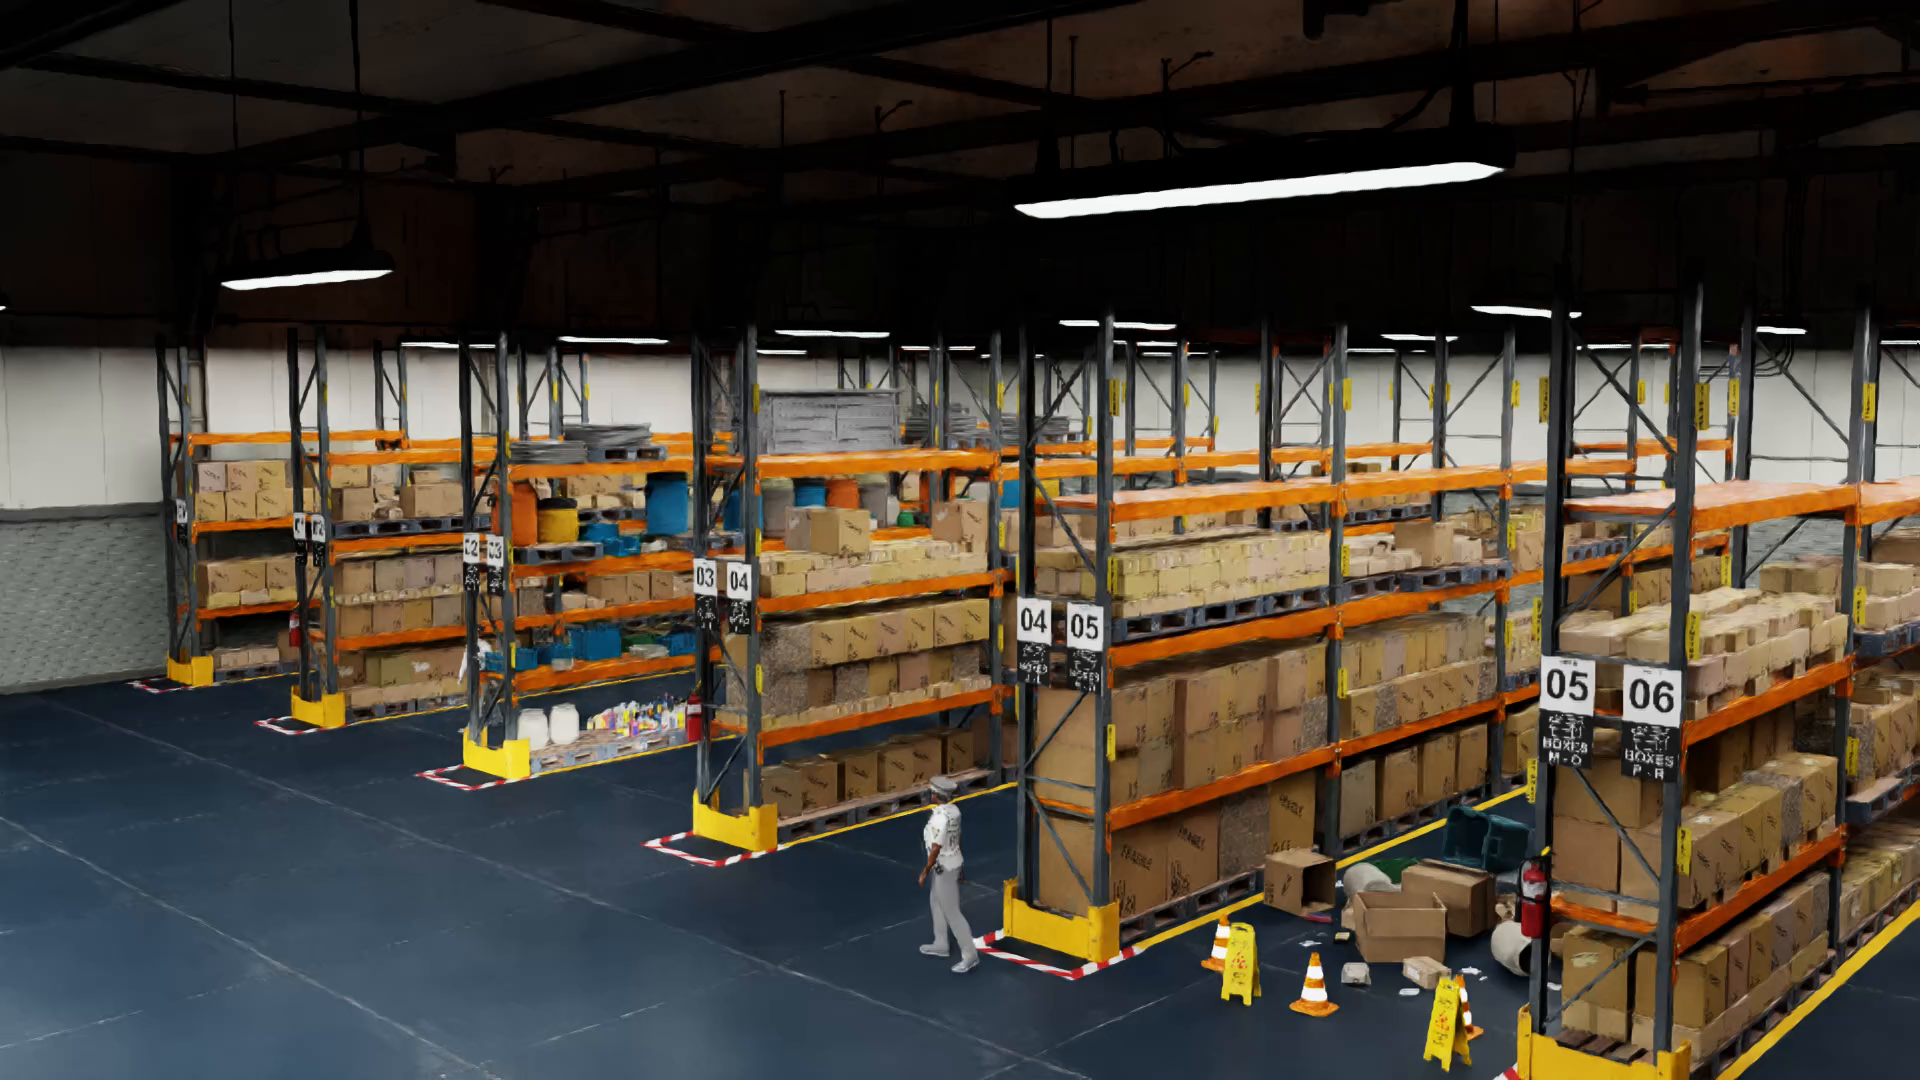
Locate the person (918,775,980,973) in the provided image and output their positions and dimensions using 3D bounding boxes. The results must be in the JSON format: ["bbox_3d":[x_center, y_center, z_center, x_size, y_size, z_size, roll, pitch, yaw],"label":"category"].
[{"bbox_3d":[-0.111,2.952,14.813,0.617,1.656,0.606,1,6,13],"label":"person"}]

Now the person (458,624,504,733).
[{"bbox_3d":[-7.167,2.019,24.731,0.483,1.621,0.995,4,7,34],"label":"person"}]

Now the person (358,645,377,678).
[{"bbox_3d":[-10.144,1.625,28.482,0.717,1.713,0.900,3,6,26],"label":"person"}]
